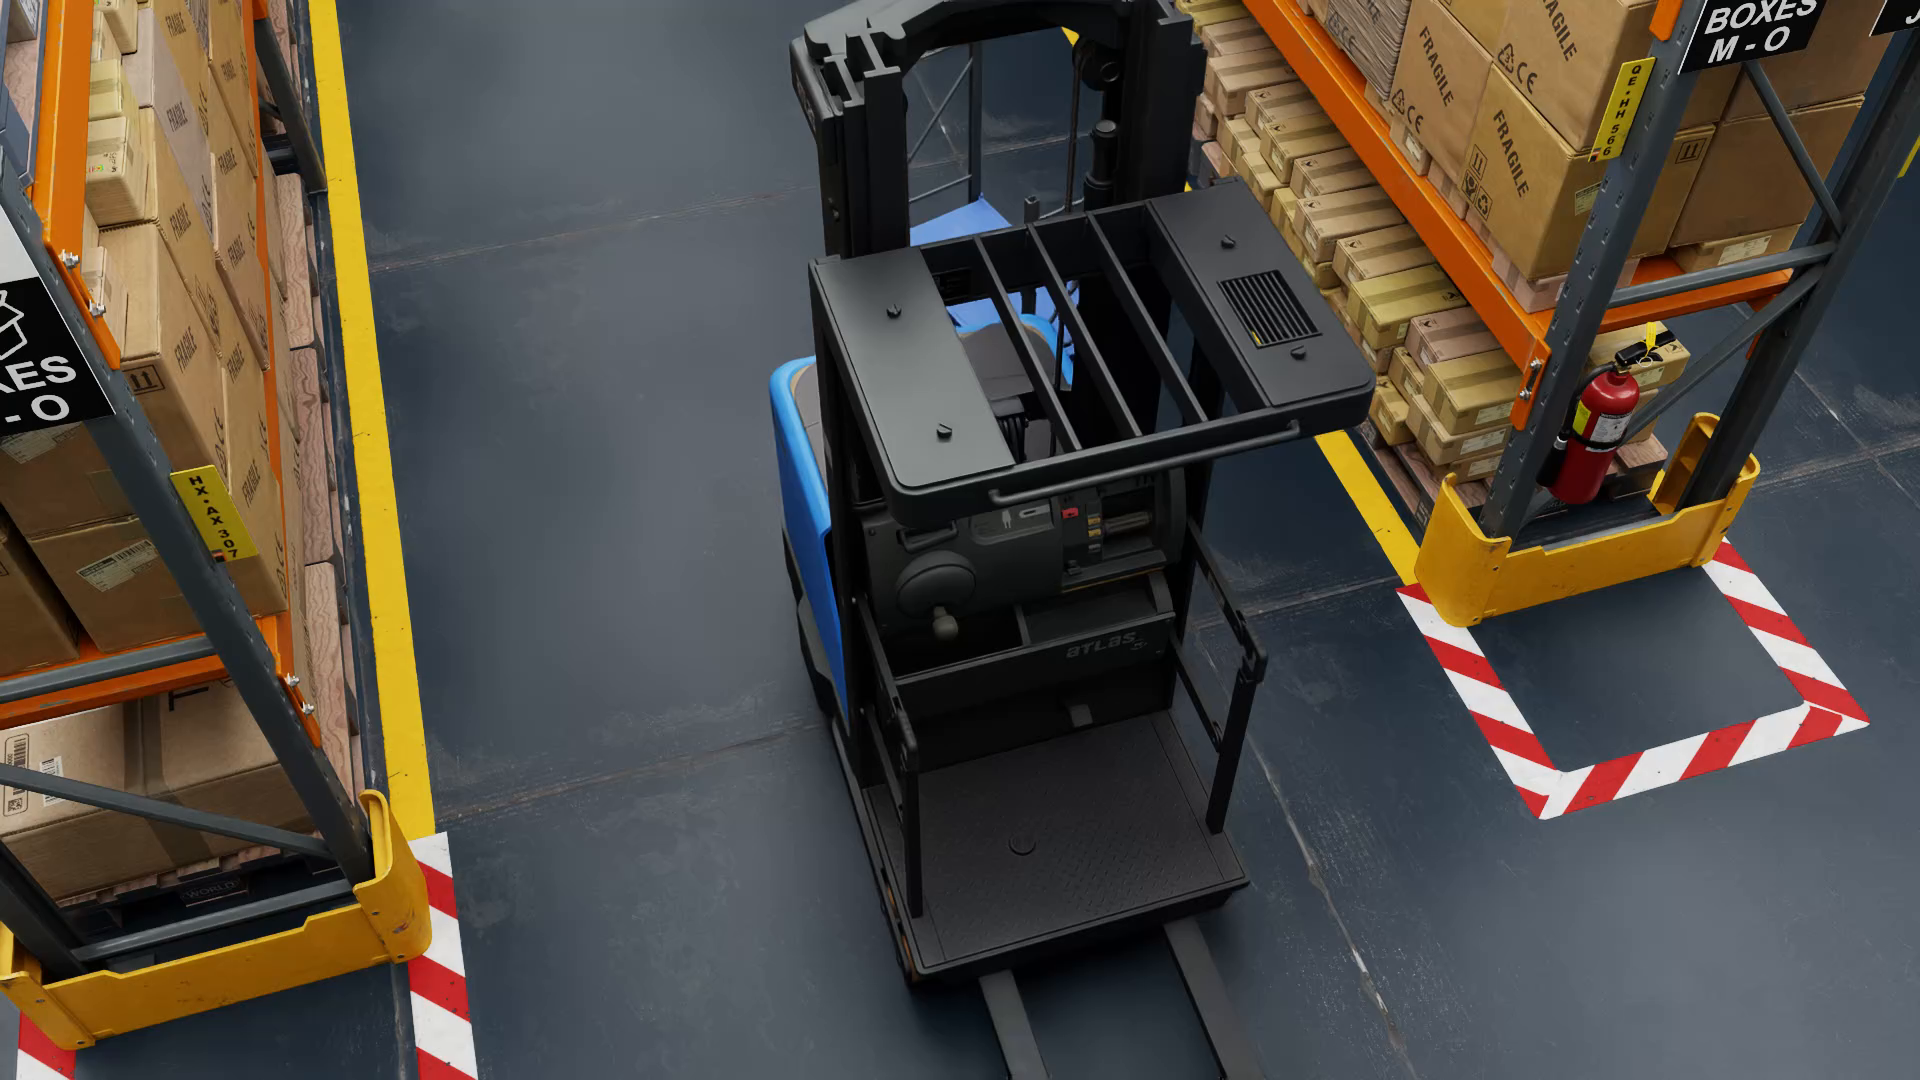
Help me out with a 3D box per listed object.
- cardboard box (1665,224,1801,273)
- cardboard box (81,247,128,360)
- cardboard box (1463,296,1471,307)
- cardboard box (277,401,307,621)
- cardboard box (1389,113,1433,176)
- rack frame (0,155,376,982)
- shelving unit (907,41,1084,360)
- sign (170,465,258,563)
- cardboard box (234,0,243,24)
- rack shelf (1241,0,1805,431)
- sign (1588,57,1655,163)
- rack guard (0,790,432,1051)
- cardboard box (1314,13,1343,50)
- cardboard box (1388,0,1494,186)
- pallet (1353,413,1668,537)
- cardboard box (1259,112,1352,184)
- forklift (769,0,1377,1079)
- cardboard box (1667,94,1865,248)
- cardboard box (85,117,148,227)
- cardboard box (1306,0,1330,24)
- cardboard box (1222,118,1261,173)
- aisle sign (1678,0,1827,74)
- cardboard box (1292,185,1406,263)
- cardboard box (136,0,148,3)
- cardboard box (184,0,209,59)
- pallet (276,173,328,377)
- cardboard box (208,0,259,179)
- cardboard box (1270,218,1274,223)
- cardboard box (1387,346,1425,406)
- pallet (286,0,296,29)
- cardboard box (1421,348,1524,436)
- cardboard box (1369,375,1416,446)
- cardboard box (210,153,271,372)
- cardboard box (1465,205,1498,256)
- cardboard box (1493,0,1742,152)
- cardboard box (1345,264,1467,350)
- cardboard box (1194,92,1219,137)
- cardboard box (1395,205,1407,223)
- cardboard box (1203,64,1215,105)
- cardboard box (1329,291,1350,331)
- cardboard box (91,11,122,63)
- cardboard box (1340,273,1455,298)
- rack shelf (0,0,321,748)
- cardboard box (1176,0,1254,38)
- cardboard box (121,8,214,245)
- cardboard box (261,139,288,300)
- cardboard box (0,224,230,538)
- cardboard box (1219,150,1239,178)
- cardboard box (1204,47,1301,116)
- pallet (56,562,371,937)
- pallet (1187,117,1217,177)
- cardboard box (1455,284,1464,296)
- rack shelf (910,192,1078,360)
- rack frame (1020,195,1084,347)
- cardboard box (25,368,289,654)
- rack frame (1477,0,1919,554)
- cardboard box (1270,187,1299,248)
[{"bbox_3d":[2.589,-1.056,5.632,0.380,0.149,0.250,-14,51,-11],"label":"cardboard box"},{"bbox_3d":[-2.167,-0.519,3.871,0.380,0.149,0.250,-12,51,-10],"label":"cardboard box"},{"bbox_3d":[2.278,-0.951,6.775,0.380,0.149,0.250,-13,51,-11],"label":"cardboard box"},{"bbox_3d":[-2.896,-0.069,6.037,0.875,0.438,0.875,-12,51,-10],"label":"cardboard box"},{"bbox_3d":[1.781,-1.470,5.982,0.380,0.149,0.250,-12,51,-10],"label":"cardboard box"},{"bbox_3d":[-2.327,0.367,4.269,1.000,3.000,0.127,-13,51,-11],"label":"rack frame"},{"bbox_3d":[0.150,-1.071,6.461,0.538,1.500,1.048,-27,55,-21],"label":"shelving unit"},{"bbox_3d":[-1.795,-0.059,4.009,0.100,0.325,0.005,-13,51,-11],"label":"sign"},{"bbox_3d":[-3.129,-2.306,6.456,0.500,0.500,0.500,-13,51,-11],"label":"cardboard box"},{"bbox_3d":[1.780,-2.055,6.781,1.077,0.370,4.000,-13,51,-11],"label":"rack shelf"},{"bbox_3d":[1.836,-1.190,4.617,0.100,0.325,0.005,-13,51,-11],"label":"sign"},{"bbox_3d":[-2.320,1.190,5.210,1.175,0.500,0.348,-13,51,-11],"label":"rack guard"},{"bbox_3d":[1.615,-2.070,6.487,0.380,0.149,0.250,-13,51,-10],"label":"cardboard box"},{"bbox_3d":[1.846,-1.602,5.668,0.500,0.500,0.500,-14,51,-12],"label":"cardboard box"},{"bbox_3d":[2.143,-0.584,6.894,1.003,0.211,1.213,-13,51,-11],"label":"pallet"},{"bbox_3d":[1.531,-1.710,7.220,0.380,0.149,0.250,-13,51,-11],"label":"cardboard box"},{"bbox_3d":[0.256,0.120,4.522,1.130,2.935,3.031,-13,51,-11],"label":"forklift"},{"bbox_3d":[2.503,-1.345,5.451,0.500,0.500,0.500,-11,51,-9],"label":"cardboard box"},{"bbox_3d":[-2.280,-0.910,4.201,0.380,0.149,0.250,-12,51,-10],"label":"cardboard box"},{"bbox_3d":[1.549,-2.336,6.287,0.500,0.500,0.500,-11,51,-9],"label":"cardboard box"},{"bbox_3d":[1.407,-1.786,7.479,0.380,0.149,0.250,-14,51,-11],"label":"cardboard box"},{"bbox_3d":[2.107,-1.543,4.178,0.394,0.787,0.004,-13,51,-11],"label":"aisle sign"},{"bbox_3d":[1.607,-1.308,6.881,0.380,0.149,0.250,-12,51,-10],"label":"cardboard box"},{"bbox_3d":[-2.586,-1.661,4.834,0.380,0.149,0.250,-14,51,-12],"label":"cardboard box"},{"bbox_3d":[-2.805,-1.885,5.447,0.500,0.500,0.500,-13,51,-10],"label":"cardboard box"},{"bbox_3d":[-3.360,-1.083,7.315,1.003,0.211,1.213,-13,51,-11],"label":"pallet"},{"bbox_3d":[-2.808,-1.568,5.834,0.500,0.500,0.500,-14,51,-12],"label":"cardboard box"},{"bbox_3d":[1.566,-1.311,7.273,0.380,0.149,0.250,-12,51,-10],"label":"cardboard box"},{"bbox_3d":[1.917,-0.663,6.532,0.380,0.149,0.250,-14,51,-12],"label":"cardboard box"},{"bbox_3d":[-4.174,-3.095,9.011,1.003,0.211,1.213,-13,51,-11],"label":"pallet"},{"bbox_3d":[1.973,-0.564,6.254,0.380,0.149,0.250,-13,51,-11],"label":"cardboard box"},{"bbox_3d":[1.844,-0.545,6.627,0.380,0.149,0.250,-12,51,-10],"label":"cardboard box"},{"bbox_3d":[-2.504,-0.820,5.203,0.500,0.500,0.500,-14,51,-11],"label":"cardboard box"},{"bbox_3d":[1.968,-1.110,5.678,0.380,0.149,0.250,-13,51,-11],"label":"cardboard box"},{"bbox_3d":[1.999,-1.555,4.974,0.500,0.500,0.500,-14,51,-12],"label":"cardboard box"},{"bbox_3d":[1.756,-0.921,6.555,0.380,0.149,0.250,-14,51,-12],"label":"cardboard box"},{"bbox_3d":[1.314,-2.087,7.927,0.380,0.149,0.250,-14,51,-12],"label":"cardboard box"},{"bbox_3d":[2.017,-1.524,7.258,0.380,0.149,0.250,-11,51,-9],"label":"cardboard box"},{"bbox_3d":[1.335,-2.191,7.820,0.380,0.149,0.250,-16,52,-13],"label":"cardboard box"},{"bbox_3d":[1.763,-0.935,6.956,0.380,0.149,0.250,-13,51,-11],"label":"cardboard box"},{"bbox_3d":[-2.503,-1.278,4.511,0.380,0.149,0.250,-13,51,-11],"label":"cardboard box"},{"bbox_3d":[1.807,-1.058,6.865,0.380,0.149,0.250,-14,51,-11],"label":"cardboard box"},{"bbox_3d":[-2.918,-0.862,5.775,1.077,0.370,4.000,-13,51,-11],"label":"rack shelf"},{"bbox_3d":[1.240,-2.469,7.860,0.380,0.149,0.250,-14,51,-11],"label":"cardboard box"},{"bbox_3d":[-2.516,-1.153,4.830,0.500,0.500,0.500,-14,51,-11],"label":"cardboard box"},{"bbox_3d":[-3.427,-1.381,7.143,0.875,0.438,0.875,-14,51,-12],"label":"cardboard box"},{"bbox_3d":[-2.197,-0.403,4.198,0.500,0.500,0.500,-14,51,-12],"label":"cardboard box"},{"bbox_3d":[1.412,-1.687,7.590,0.380,0.149,0.250,-15,51,-12],"label":"cardboard box"},{"bbox_3d":[1.336,-2.080,7.532,0.380,0.149,0.250,-12,51,-10],"label":"cardboard box"},{"bbox_3d":[-2.638,0.699,5.812,1.003,0.211,1.213,-13,51,-11],"label":"pallet"},{"bbox_3d":[1.421,-2.366,8.397,1.003,0.211,1.213,-13,51,-11],"label":"pallet"},{"bbox_3d":[2.316,-1.062,7.063,0.380,0.149,0.250,-13,51,-11],"label":"cardboard box"},{"bbox_3d":[0.150,-0.955,6.599,0.538,0.185,1.000,-27,55,-21],"label":"rack shelf"},{"bbox_3d":[0.431,-0.747,6.188,0.500,1.500,0.032,-27,55,-21],"label":"rack frame"},{"bbox_3d":[-2.195,-0.081,4.581,0.500,0.500,0.500,-14,51,-11],"label":"cardboard box"},{"bbox_3d":[2.372,-0.826,5.274,1.000,3.000,0.127,-13,51,-11],"label":"rack frame"},{"bbox_3d":[1.564,-1.405,7.158,0.380,0.149,0.250,-11,51,-9],"label":"cardboard box"}]
